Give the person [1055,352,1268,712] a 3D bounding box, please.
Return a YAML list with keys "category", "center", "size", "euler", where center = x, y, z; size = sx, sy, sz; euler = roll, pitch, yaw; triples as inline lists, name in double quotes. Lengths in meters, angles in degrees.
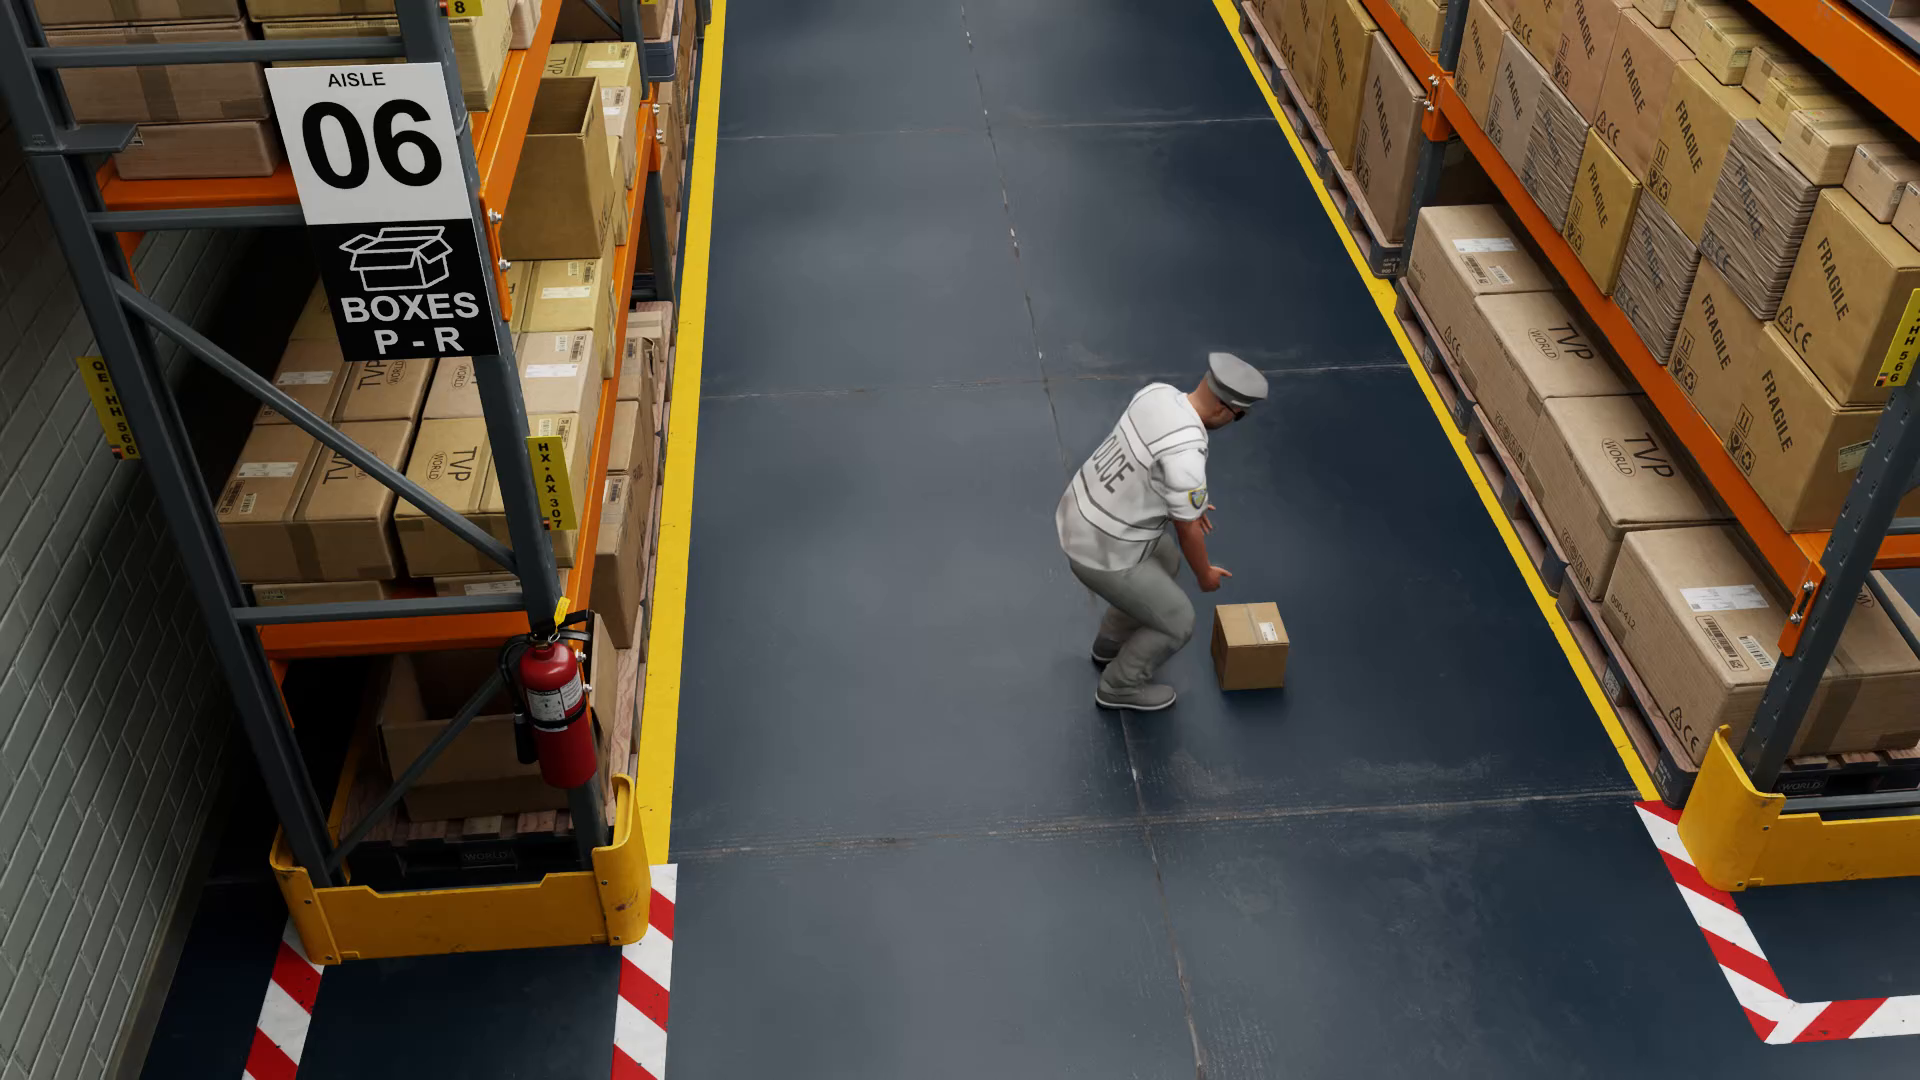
- category: "person"
  center: [0.739, -0.039, 6.410]
  size: [0.745, 1.496, 0.588]
  euler: [-3, 39, -4]
